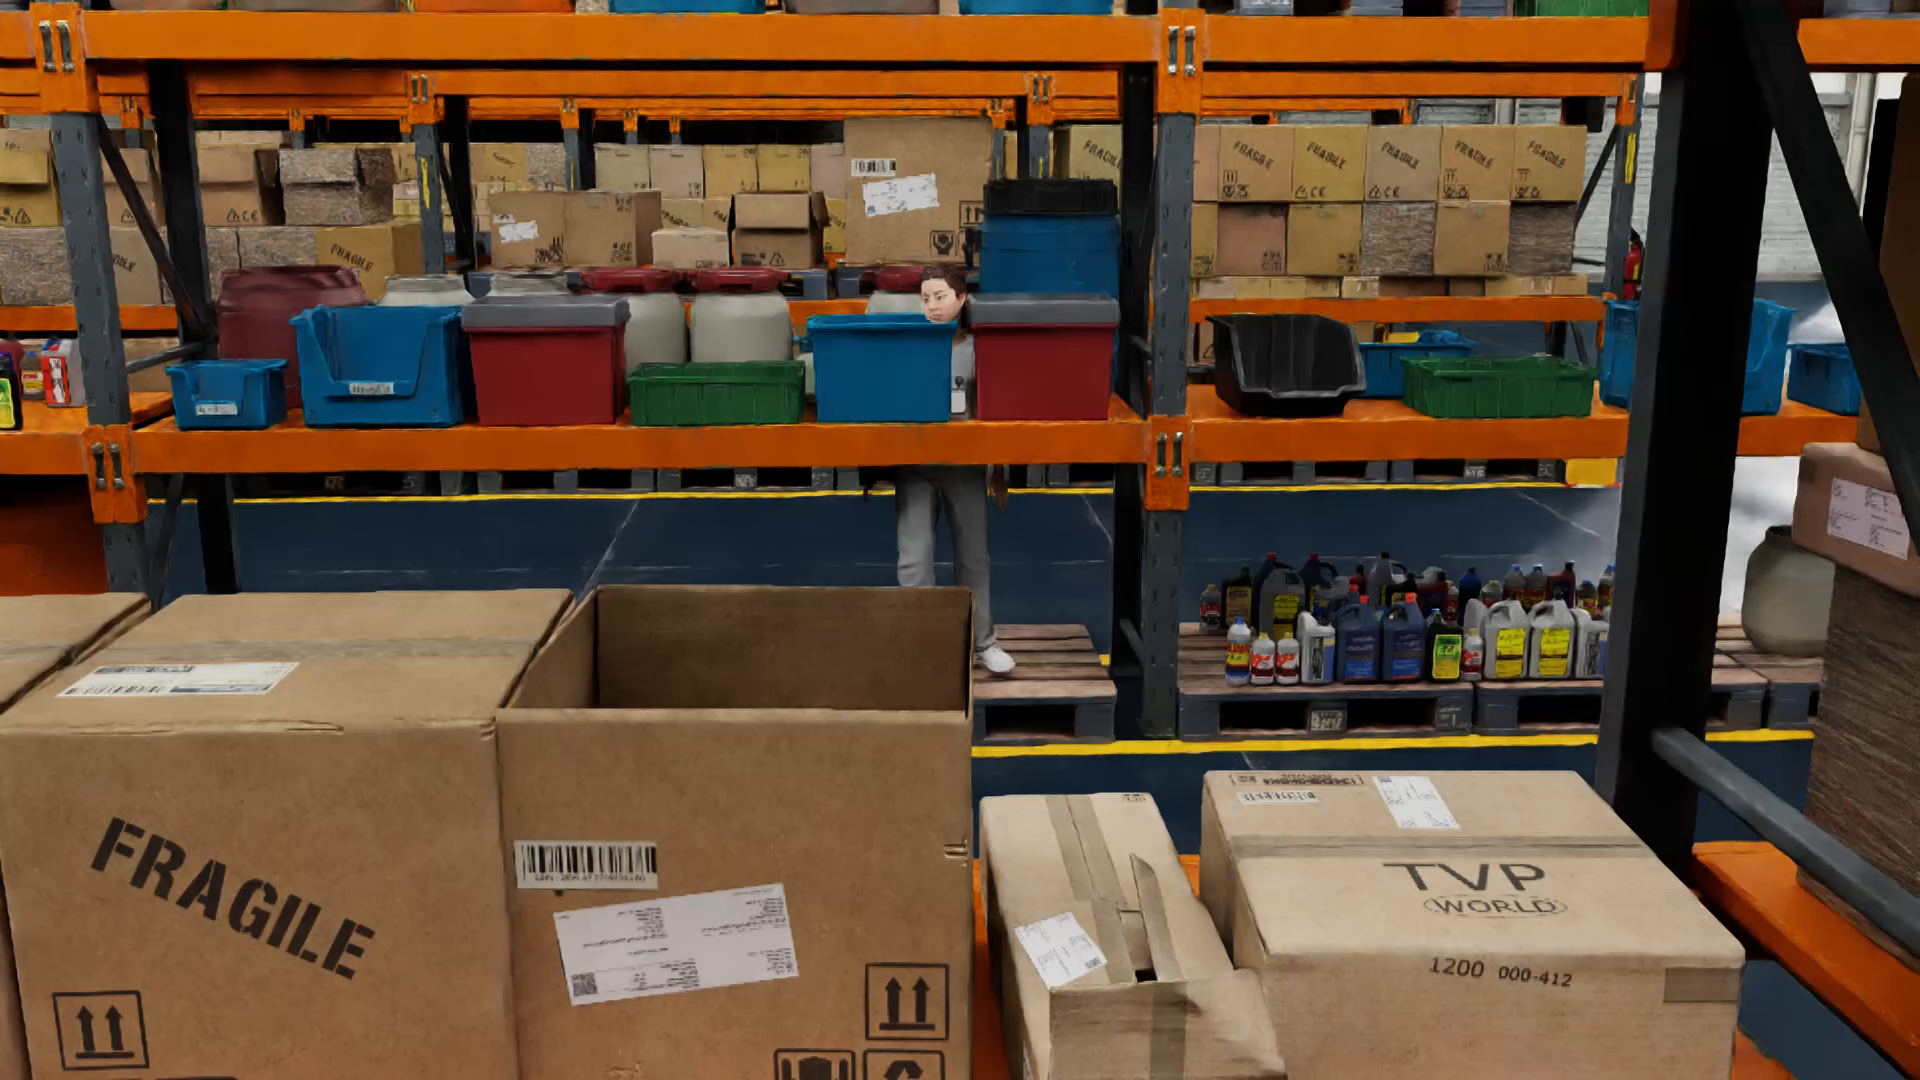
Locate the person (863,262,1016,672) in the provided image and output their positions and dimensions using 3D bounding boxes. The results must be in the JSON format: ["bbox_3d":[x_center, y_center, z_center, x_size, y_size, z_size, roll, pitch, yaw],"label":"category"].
[{"bbox_3d":[-0.081,-0.255,6.596,0.612,1.667,0.568,1,14,4],"label":"person"}]
